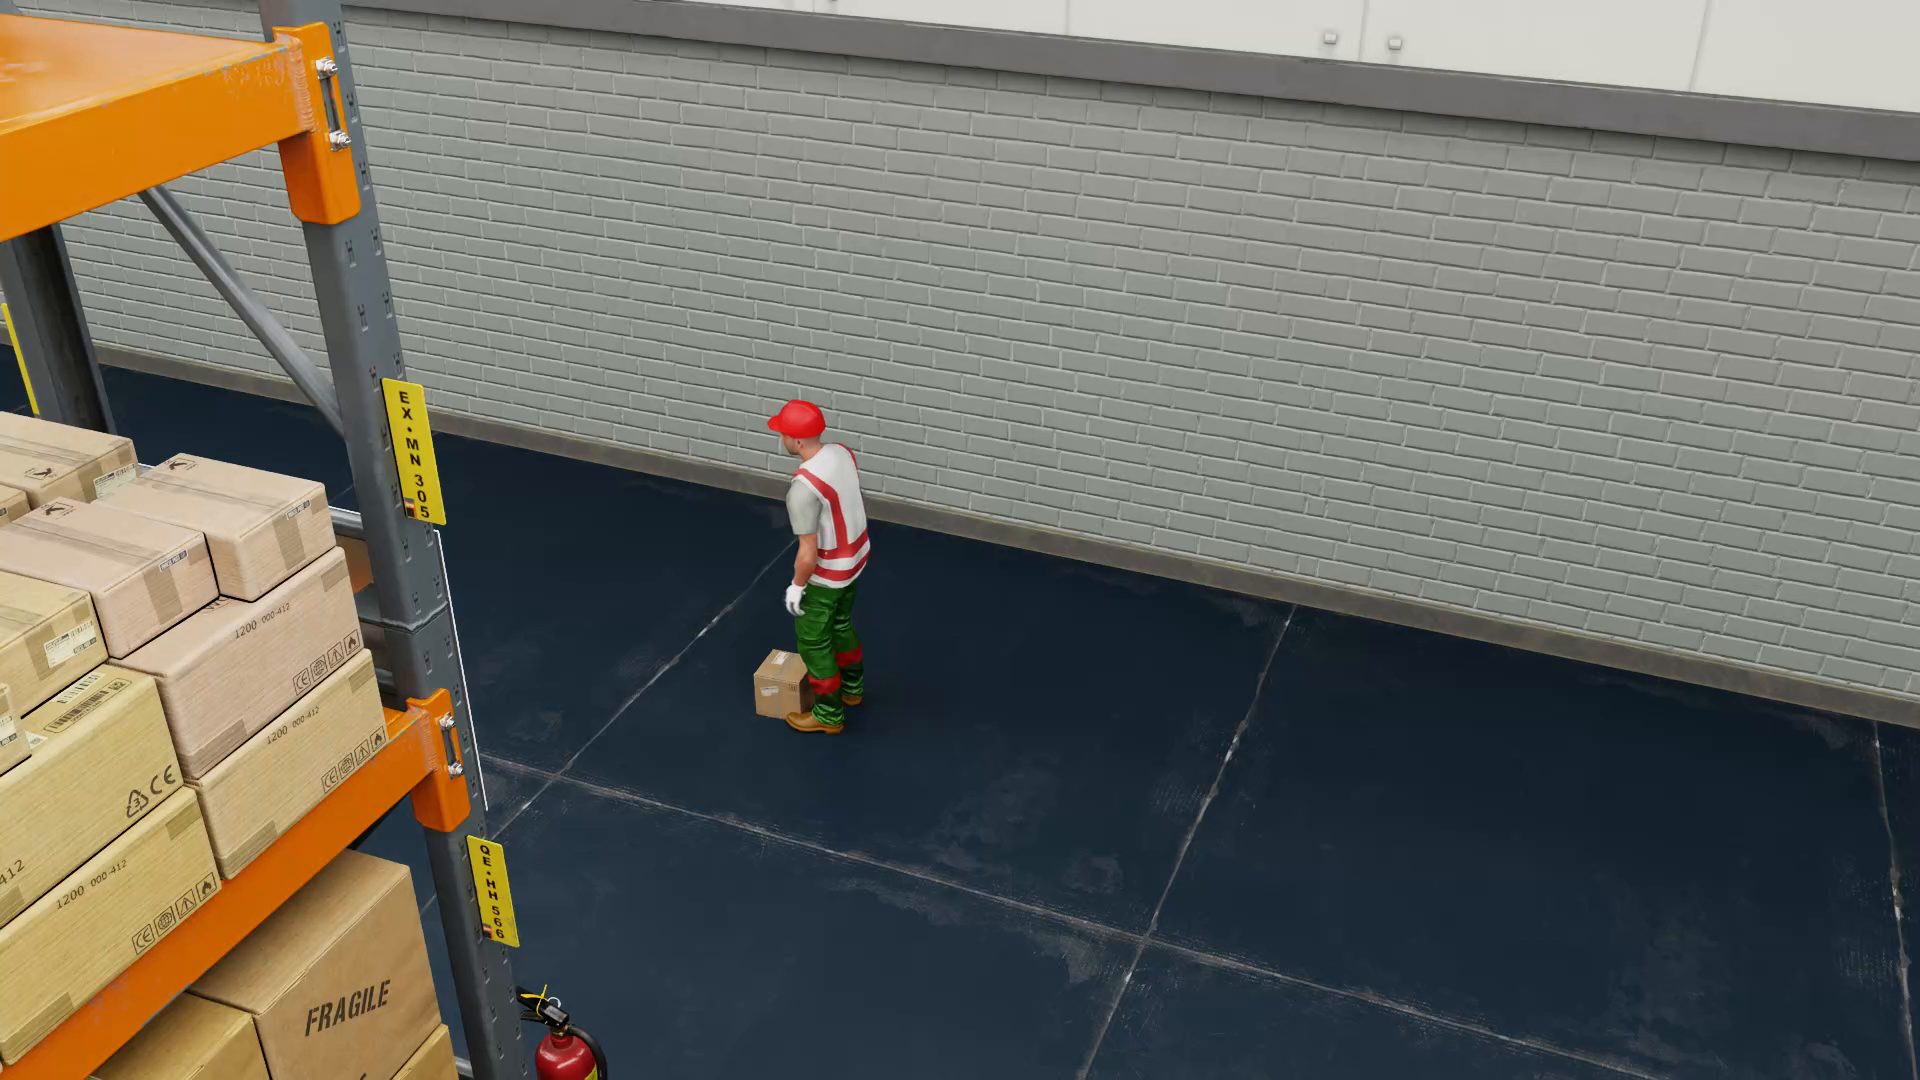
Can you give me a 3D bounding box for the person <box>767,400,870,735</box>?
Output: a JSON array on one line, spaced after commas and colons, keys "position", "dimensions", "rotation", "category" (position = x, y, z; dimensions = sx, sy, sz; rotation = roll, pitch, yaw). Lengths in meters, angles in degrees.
[{"position": [-0.679, 0.130, 8.156], "dimensions": [0.453, 1.778, 0.604], "rotation": [11, 31, 19], "category": "person"}]
